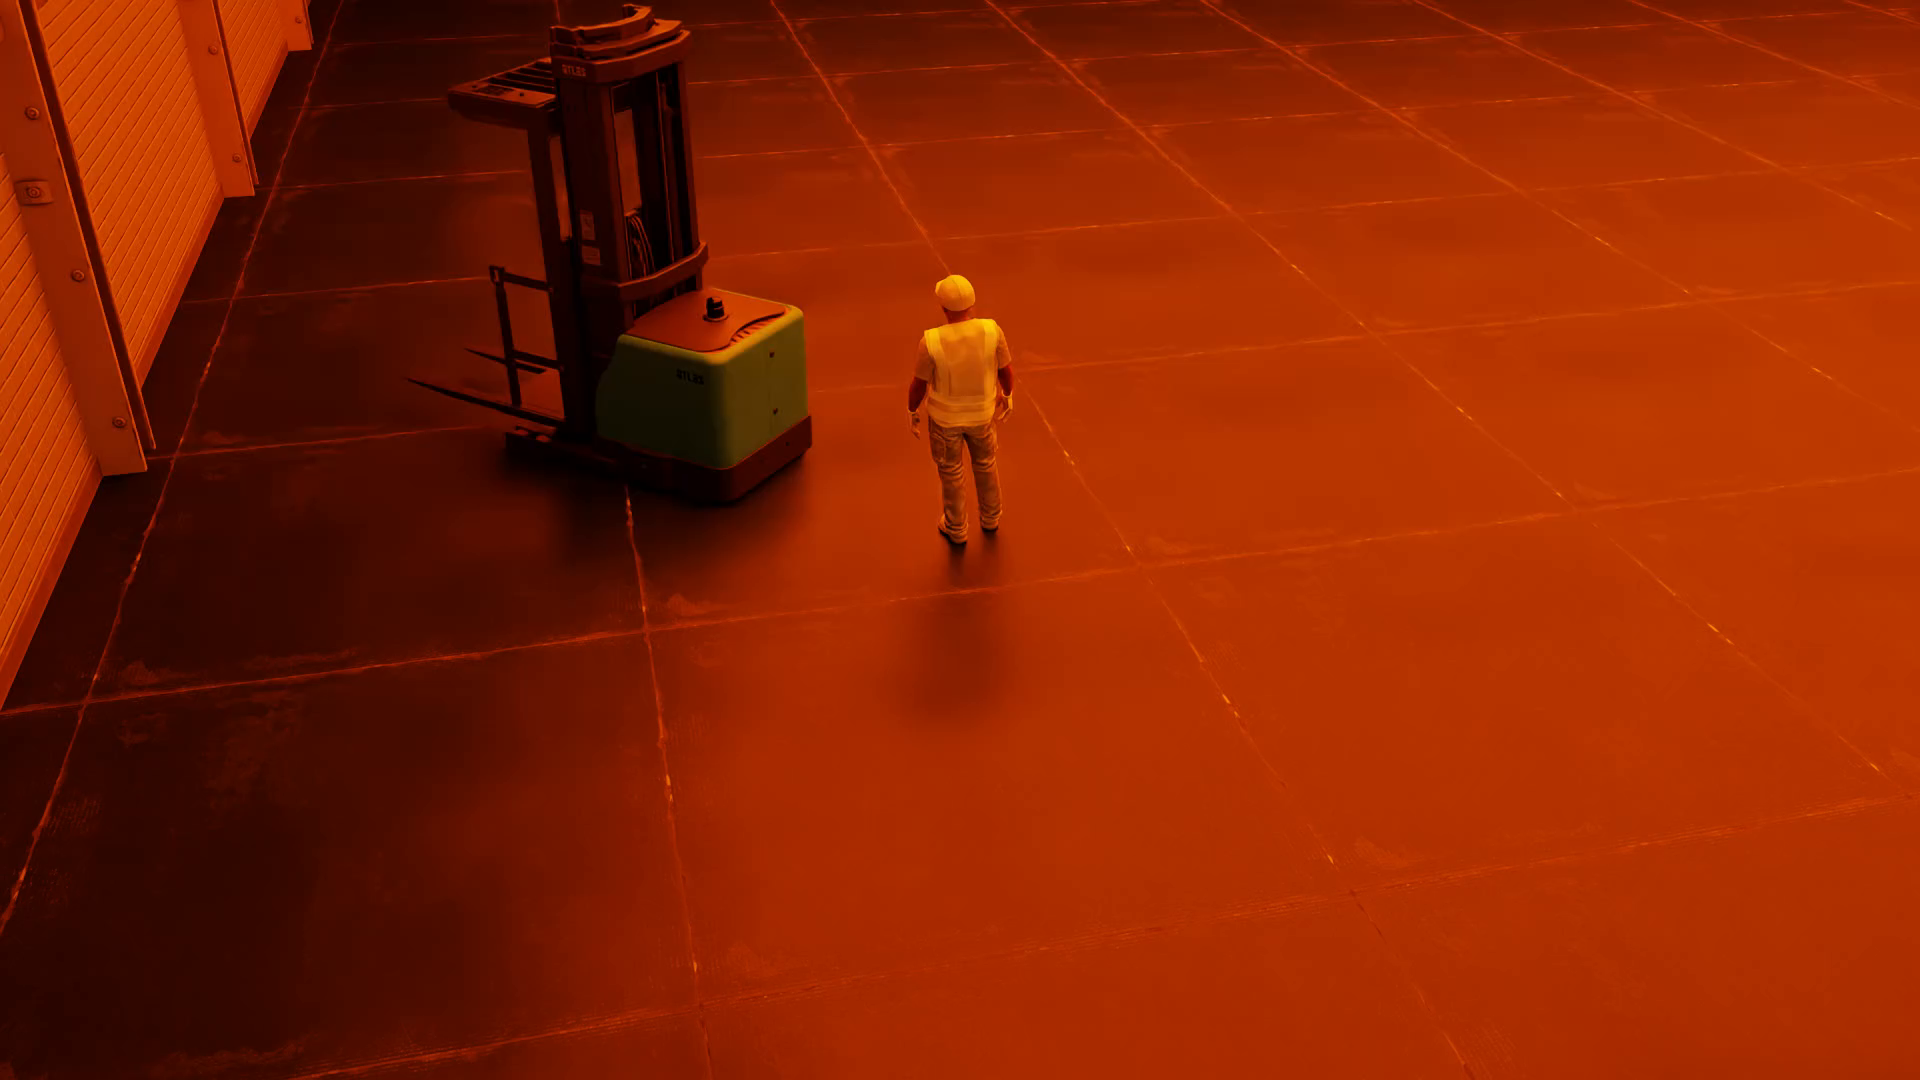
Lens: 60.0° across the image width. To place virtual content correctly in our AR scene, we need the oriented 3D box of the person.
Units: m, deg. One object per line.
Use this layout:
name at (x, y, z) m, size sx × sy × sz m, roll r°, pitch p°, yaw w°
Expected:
person at (-0.009, -0.814, 10.112) m, size 0.657 × 1.785 × 0.575 m, roll -7°, pitch 31°, yaw -12°

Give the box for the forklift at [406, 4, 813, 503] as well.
forklift at (-2.558, -2.035, 11.090) m, size 3.031 × 2.935 × 1.130 m, roll 16°, pitch 34°, yaw 25°
